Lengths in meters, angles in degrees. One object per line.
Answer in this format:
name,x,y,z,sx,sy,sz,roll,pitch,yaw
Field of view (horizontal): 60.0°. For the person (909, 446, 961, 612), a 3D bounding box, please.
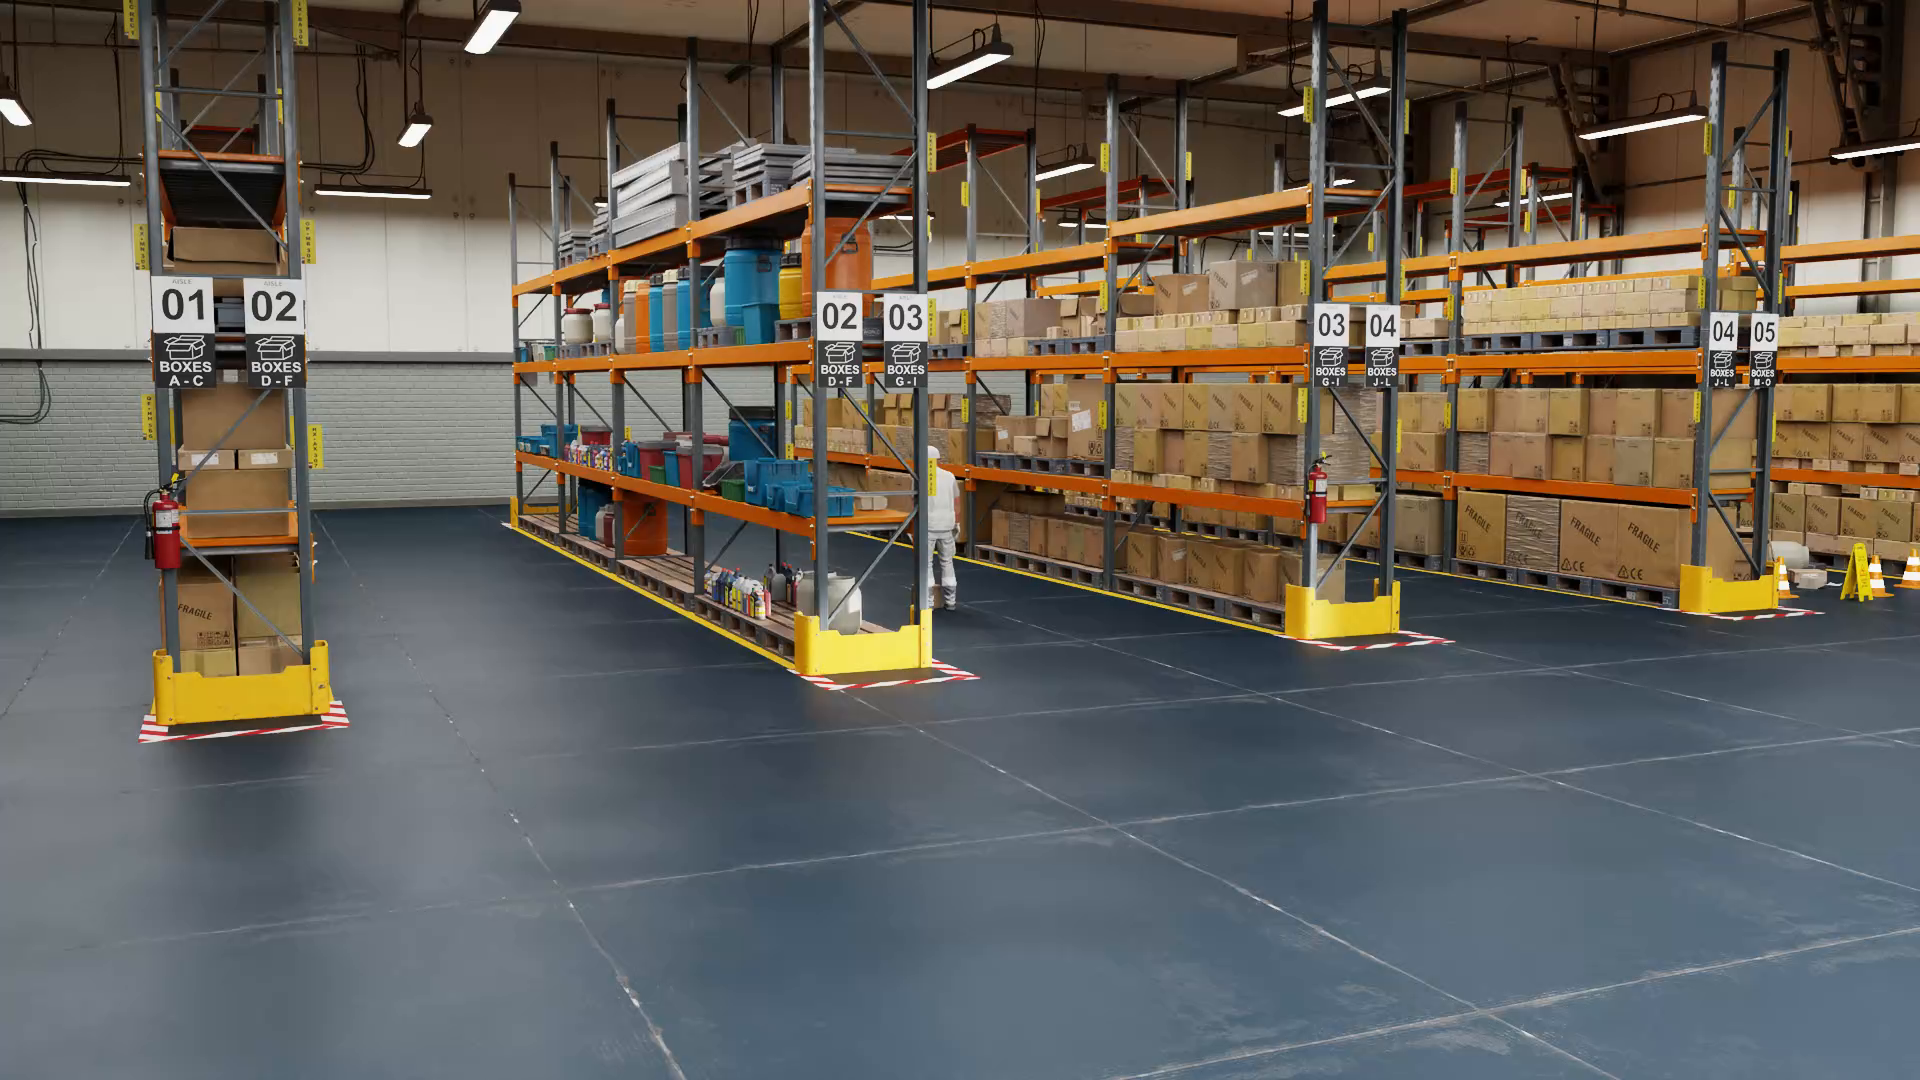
person,-0.271,-0.125,17.963,0.603,1.778,0.451,-2,6,-25
